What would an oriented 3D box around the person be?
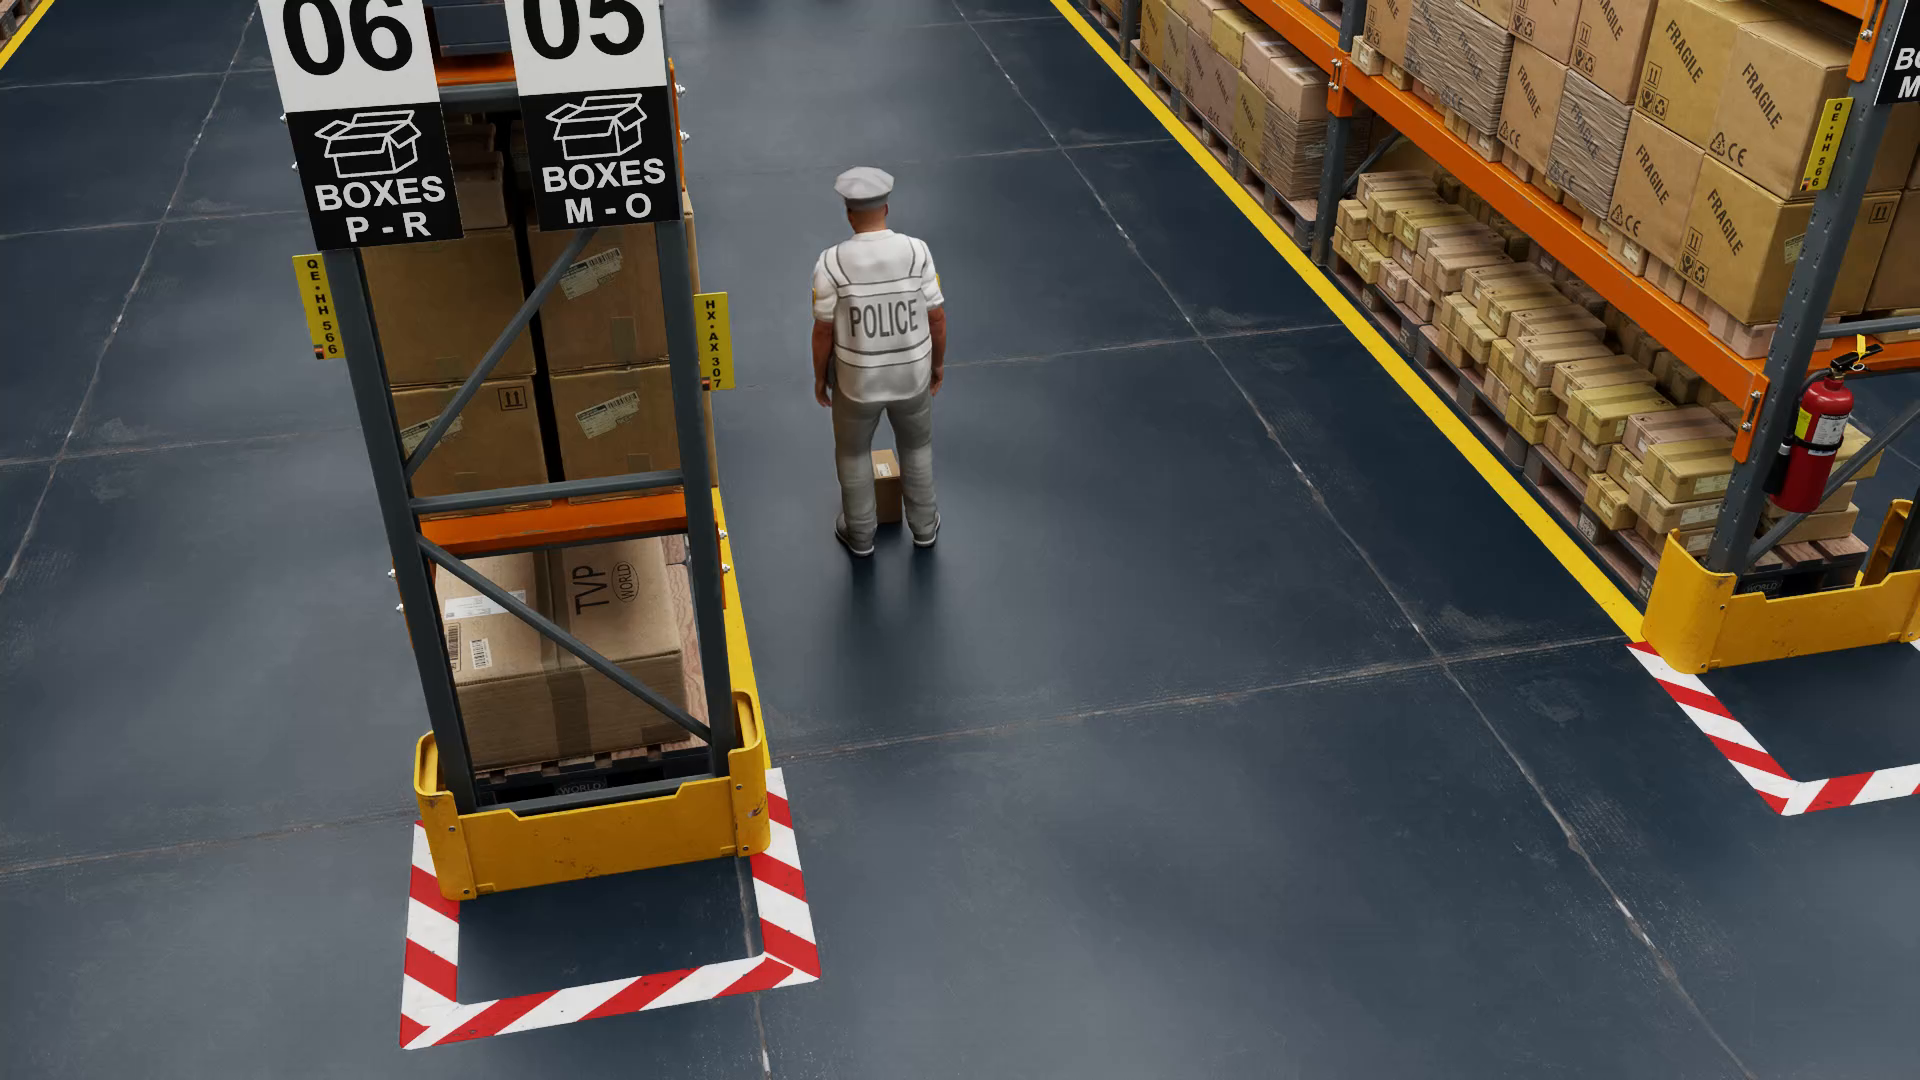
[{"bbox_3d":[-0.345,-0.715,7.194,0.583,1.743,0.437,-8,35,-11],"label":"person"}]
